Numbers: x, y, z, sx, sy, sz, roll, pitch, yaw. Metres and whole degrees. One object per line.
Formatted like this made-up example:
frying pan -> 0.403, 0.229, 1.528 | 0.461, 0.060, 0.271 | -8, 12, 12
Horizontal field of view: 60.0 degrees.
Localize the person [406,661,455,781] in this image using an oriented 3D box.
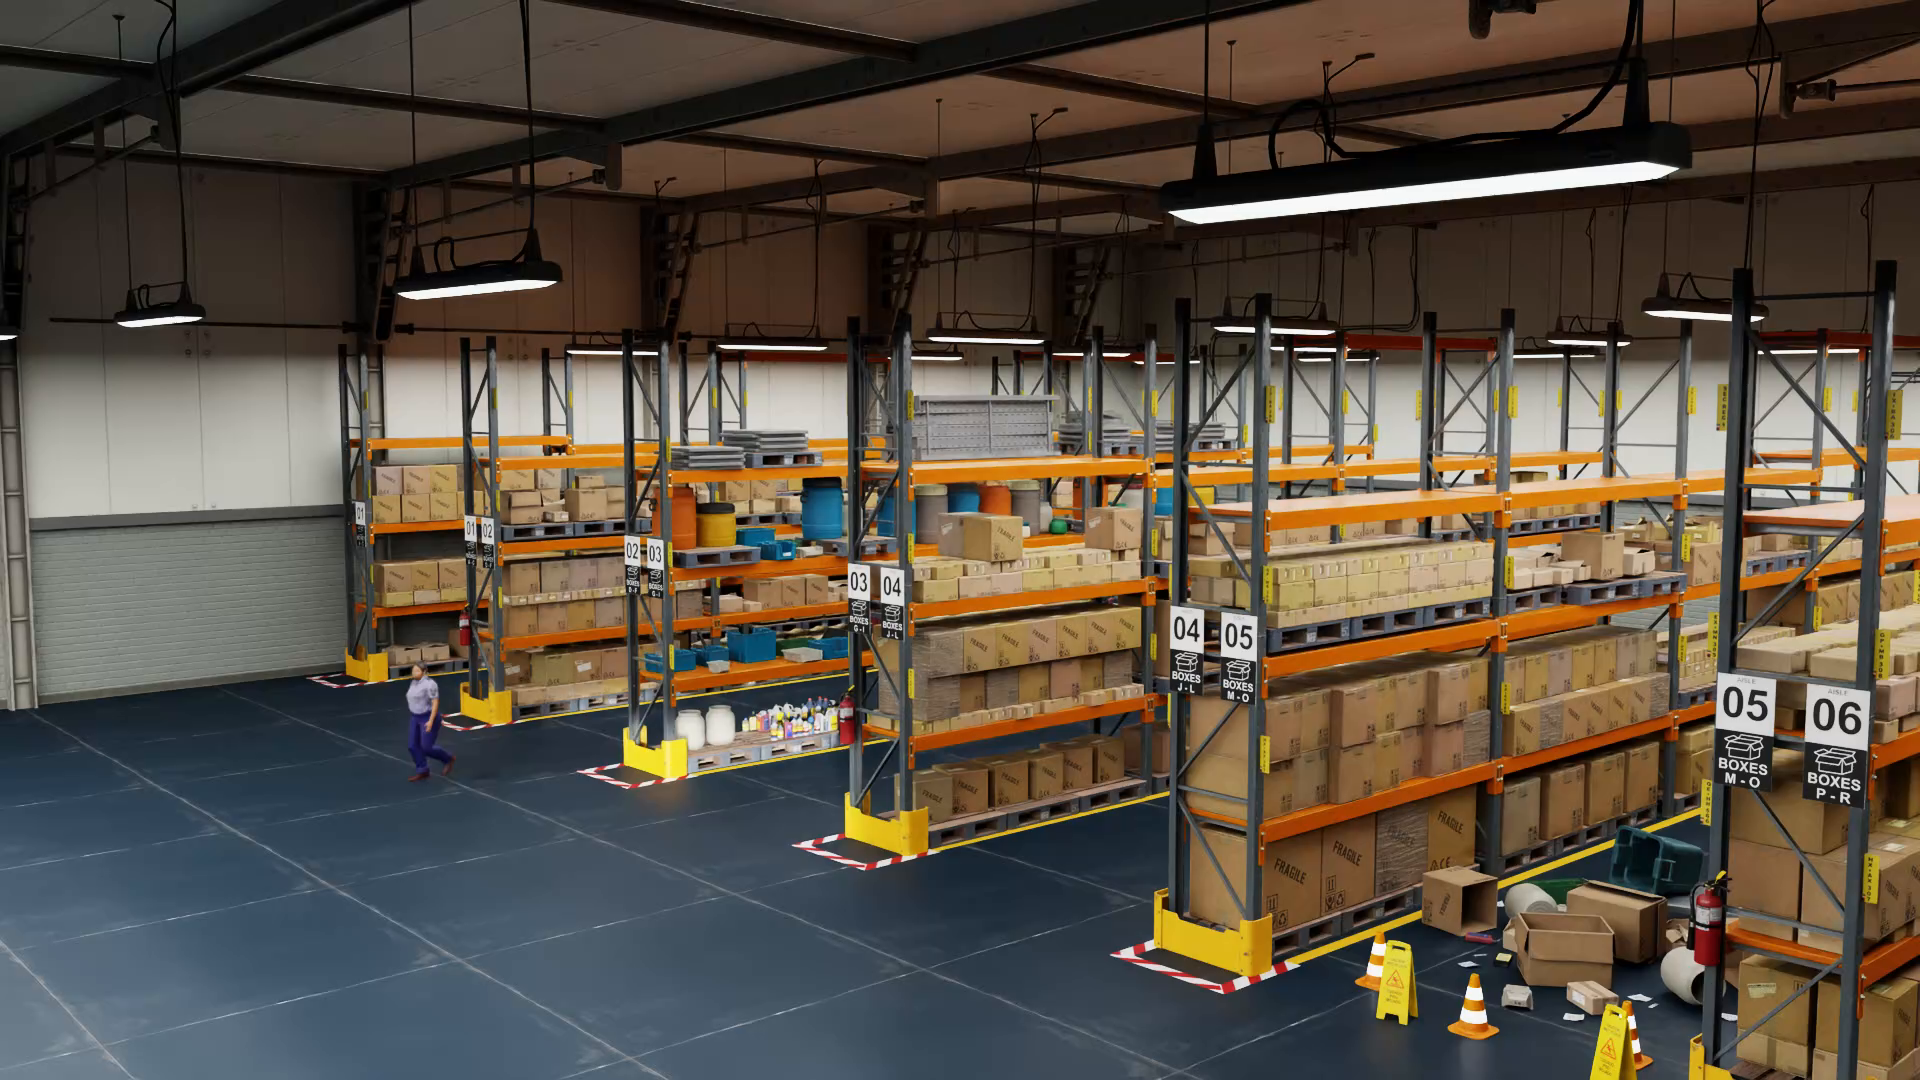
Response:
person -> -7.055, 2.387, 22.118 | 0.527, 1.625, 0.567 | 3, 6, 34
